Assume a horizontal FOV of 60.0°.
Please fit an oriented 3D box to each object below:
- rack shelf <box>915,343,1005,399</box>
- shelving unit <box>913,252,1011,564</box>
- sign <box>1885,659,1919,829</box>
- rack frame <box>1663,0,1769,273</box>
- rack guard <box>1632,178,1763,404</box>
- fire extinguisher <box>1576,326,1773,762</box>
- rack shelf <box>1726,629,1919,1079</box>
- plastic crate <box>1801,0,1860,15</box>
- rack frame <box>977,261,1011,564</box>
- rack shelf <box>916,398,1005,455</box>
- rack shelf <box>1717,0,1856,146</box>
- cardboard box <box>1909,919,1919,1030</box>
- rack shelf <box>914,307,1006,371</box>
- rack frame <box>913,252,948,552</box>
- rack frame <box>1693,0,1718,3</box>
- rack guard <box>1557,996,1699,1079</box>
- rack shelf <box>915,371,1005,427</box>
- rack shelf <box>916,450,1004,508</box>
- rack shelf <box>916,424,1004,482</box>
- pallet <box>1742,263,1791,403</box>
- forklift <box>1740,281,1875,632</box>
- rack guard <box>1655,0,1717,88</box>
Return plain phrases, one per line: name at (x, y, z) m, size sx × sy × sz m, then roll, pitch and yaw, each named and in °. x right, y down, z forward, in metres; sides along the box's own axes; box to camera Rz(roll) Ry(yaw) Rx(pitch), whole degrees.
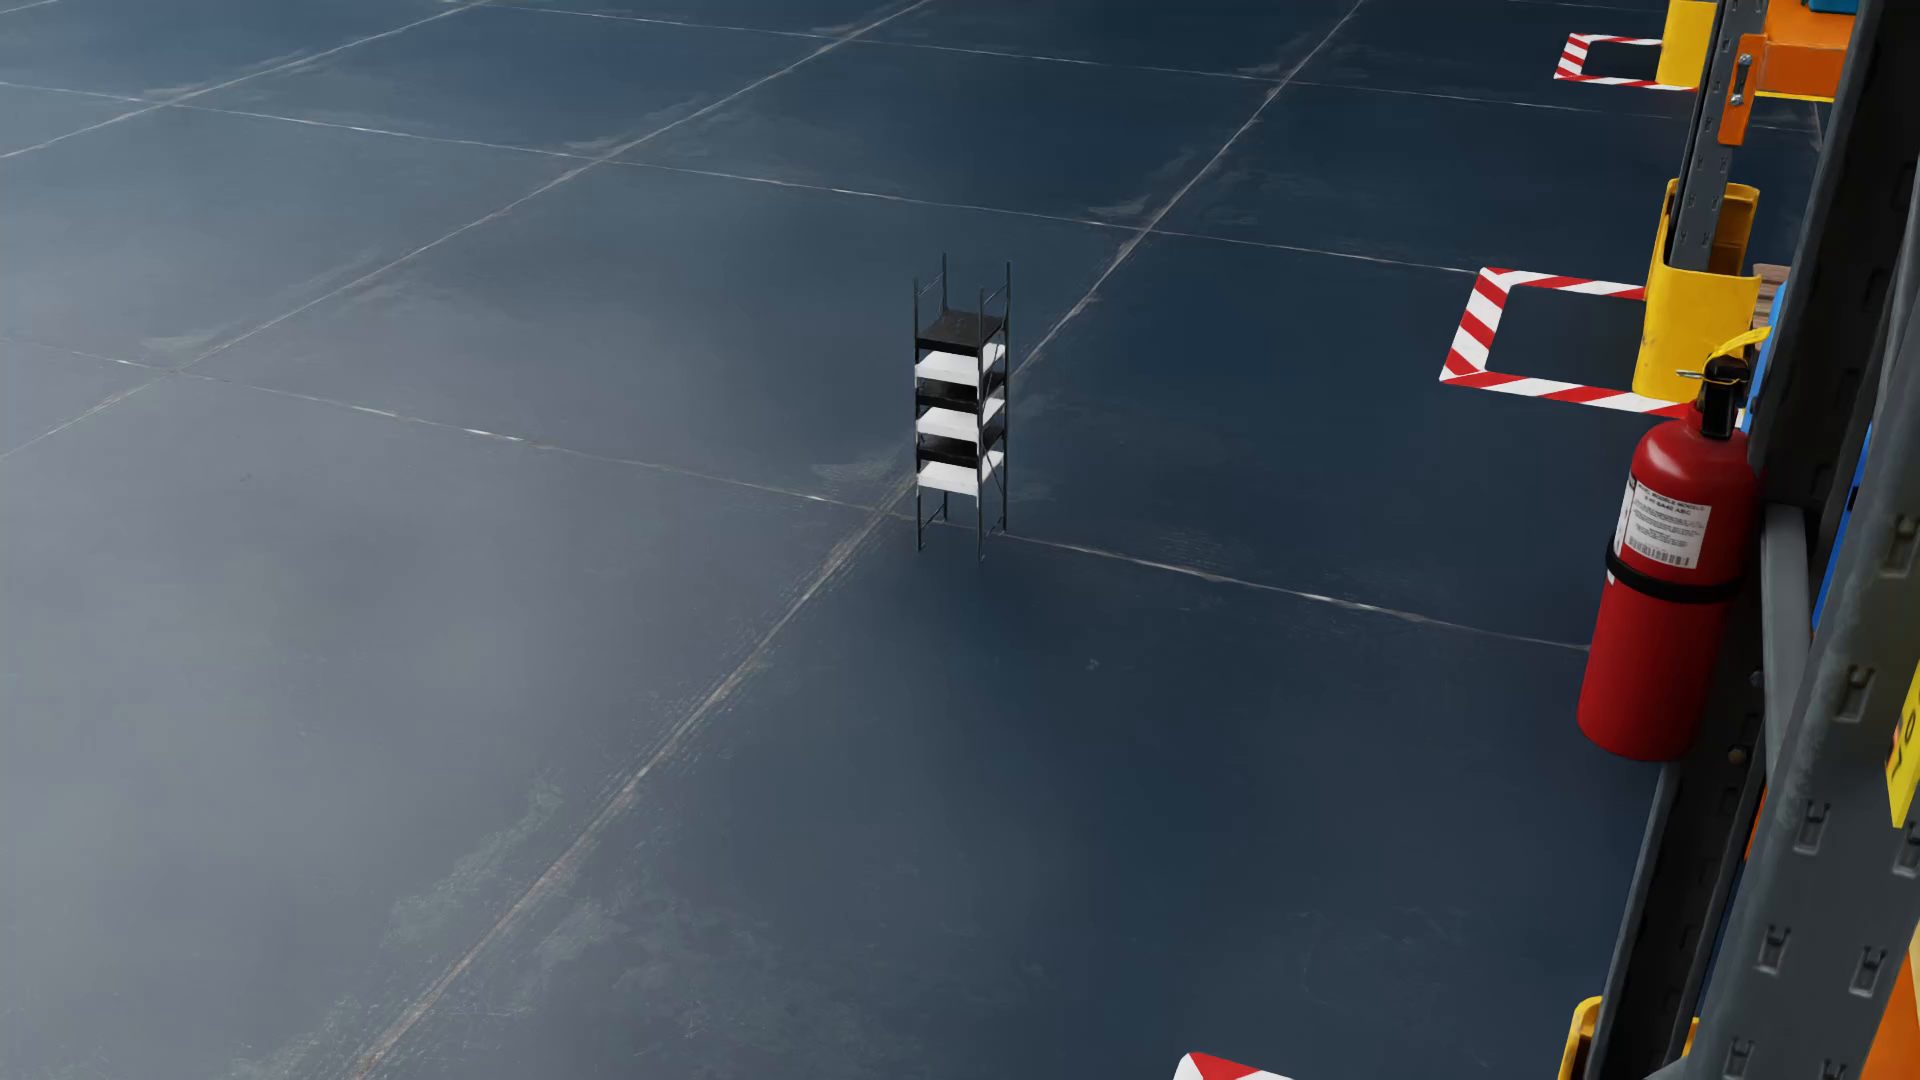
rack shelf at (0.008, -0.518, 4.954) m, size 0.200 × 0.077 × 0.258 m, roll 11°, pitch 31°, yaw 19°
shelving unit at (0.008, -0.390, 5.026) m, size 0.210 × 0.900 × 0.258 m, roll 11°, pitch 31°, yaw 19°
sign at (0.730, 0.056, 1.222) m, size 0.005 × 0.325 × 0.100 m, roll 11°, pitch 31°, yaw 19°
rack frame at (2.796, -2.073, 5.869) m, size 0.127 × 3.000 × 1.000 m, roll 11°, pitch 31°, yaw 19°
rack guard at (2.884, -0.992, 6.497) m, size 0.348 × 0.500 × 1.175 m, roll 11°, pitch 31°, yaw 19°
fire extinguisher at (1.001, -0.012, 2.301) m, size 0.183 × 0.674 × 0.296 m, roll 11°, pitch 31°, yaw 19°
rack shelf at (2.787, 0.869, 1.395) m, size 4.000 × 0.370 × 1.077 m, roll 11°, pitch 31°, yaw 19°
plastic crate at (3.372, -2.052, 5.983) m, size 0.616 × 0.251 × 0.499 m, roll 11°, pitch 31°, yaw 19°
rack frame at (0.102, -0.371, 4.993) m, size 0.006 × 0.900 × 0.240 m, roll 11°, pitch 31°, yaw 19°
rack shelf at (0.008, -0.361, 5.042) m, size 0.200 × 0.077 × 0.258 m, roll 11°, pitch 31°, yaw 19°
rack shelf at (4.649, -1.389, 5.391) m, size 4.000 × 0.370 × 1.077 m, roll 11°, pitch 31°, yaw 19°
cardboard box at (1.108, 0.457, 1.649) m, size 0.250 × 0.149 × 0.380 m, roll 11°, pitch 31°, yaw 19°
rack shelf at (0.008, -0.596, 4.909) m, size 0.200 × 0.077 × 0.258 m, roll 11°, pitch 31°, yaw 19°
rack frame at (-0.087, -0.409, 5.059) m, size 0.006 × 0.900 × 0.240 m, roll 11°, pitch 31°, yaw 19°
rack frame at (4.662, -4.330, 9.863) m, size 0.127 × 3.000 × 1.000 m, roll 11°, pitch 31°, yaw 19°
rack guard at (1.004, 1.288, 2.463) m, size 0.348 × 0.500 × 1.175 m, roll 11°, pitch 31°, yaw 19°
rack shelf at (0.008, -0.440, 4.998) m, size 0.200 × 0.077 × 0.258 m, roll 11°, pitch 31°, yaw 19°
rack shelf at (0.008, -0.205, 5.131) m, size 0.200 × 0.077 × 0.258 m, roll 11°, pitch 31°, yaw 19°
rack shelf at (0.008, -0.283, 5.087) m, size 0.200 × 0.077 × 0.258 m, roll 11°, pitch 31°, yaw 19°
pallet at (3.635, -0.713, 6.298) m, size 1.213 × 0.211 × 1.003 m, roll 11°, pitch 31°, yaw 19°
forklift at (3.292, -0.523, 3.196) m, size 3.031 × 2.935 × 1.130 m, roll 13°, pitch 32°, yaw 22°
rack guard at (4.640, -3.247, 10.486) m, size 0.348 × 0.500 × 1.175 m, roll 11°, pitch 31°, yaw 19°
